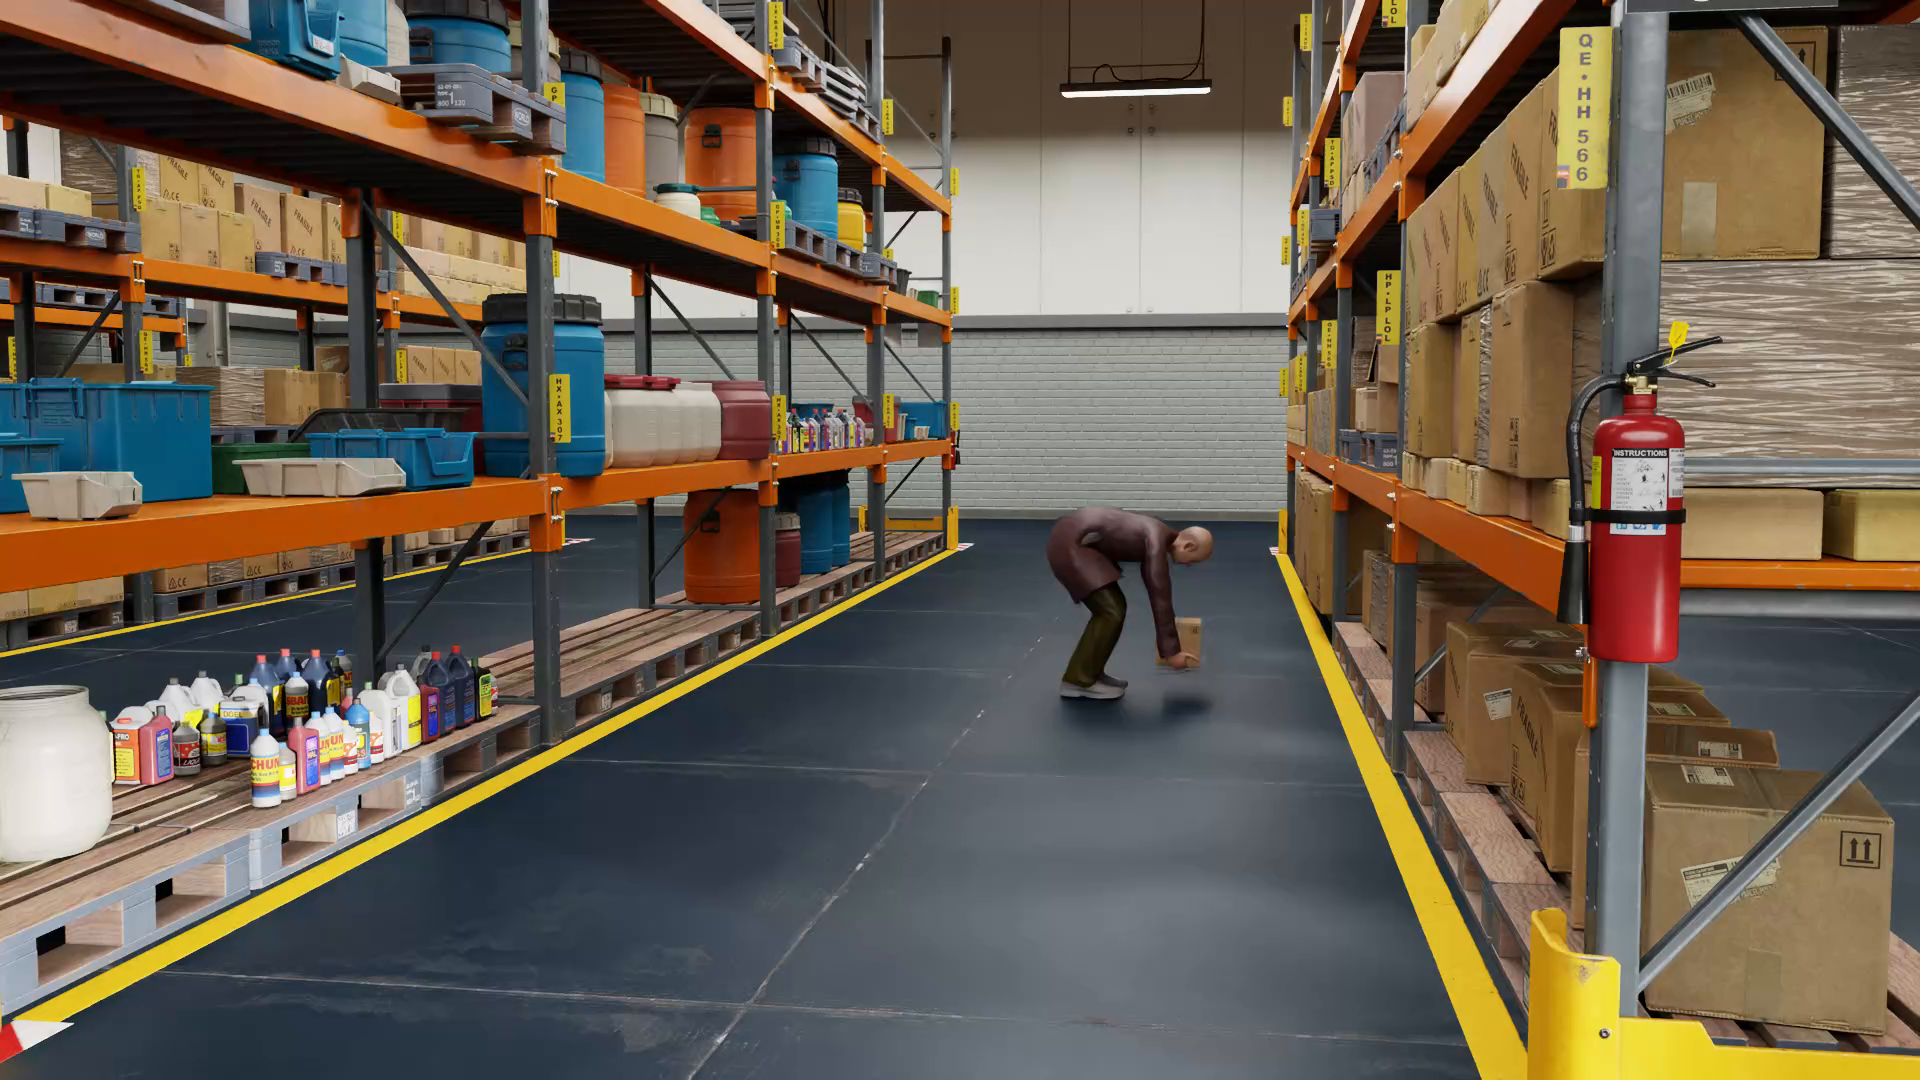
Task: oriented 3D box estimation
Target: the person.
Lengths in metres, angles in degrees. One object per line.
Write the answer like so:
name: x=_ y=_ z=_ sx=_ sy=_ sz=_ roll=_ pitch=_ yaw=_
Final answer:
person: x=0.967 y=0.349 z=9.514 sx=0.950 sy=1.090 sz=0.578 roll=0 pitch=4 yaw=6
